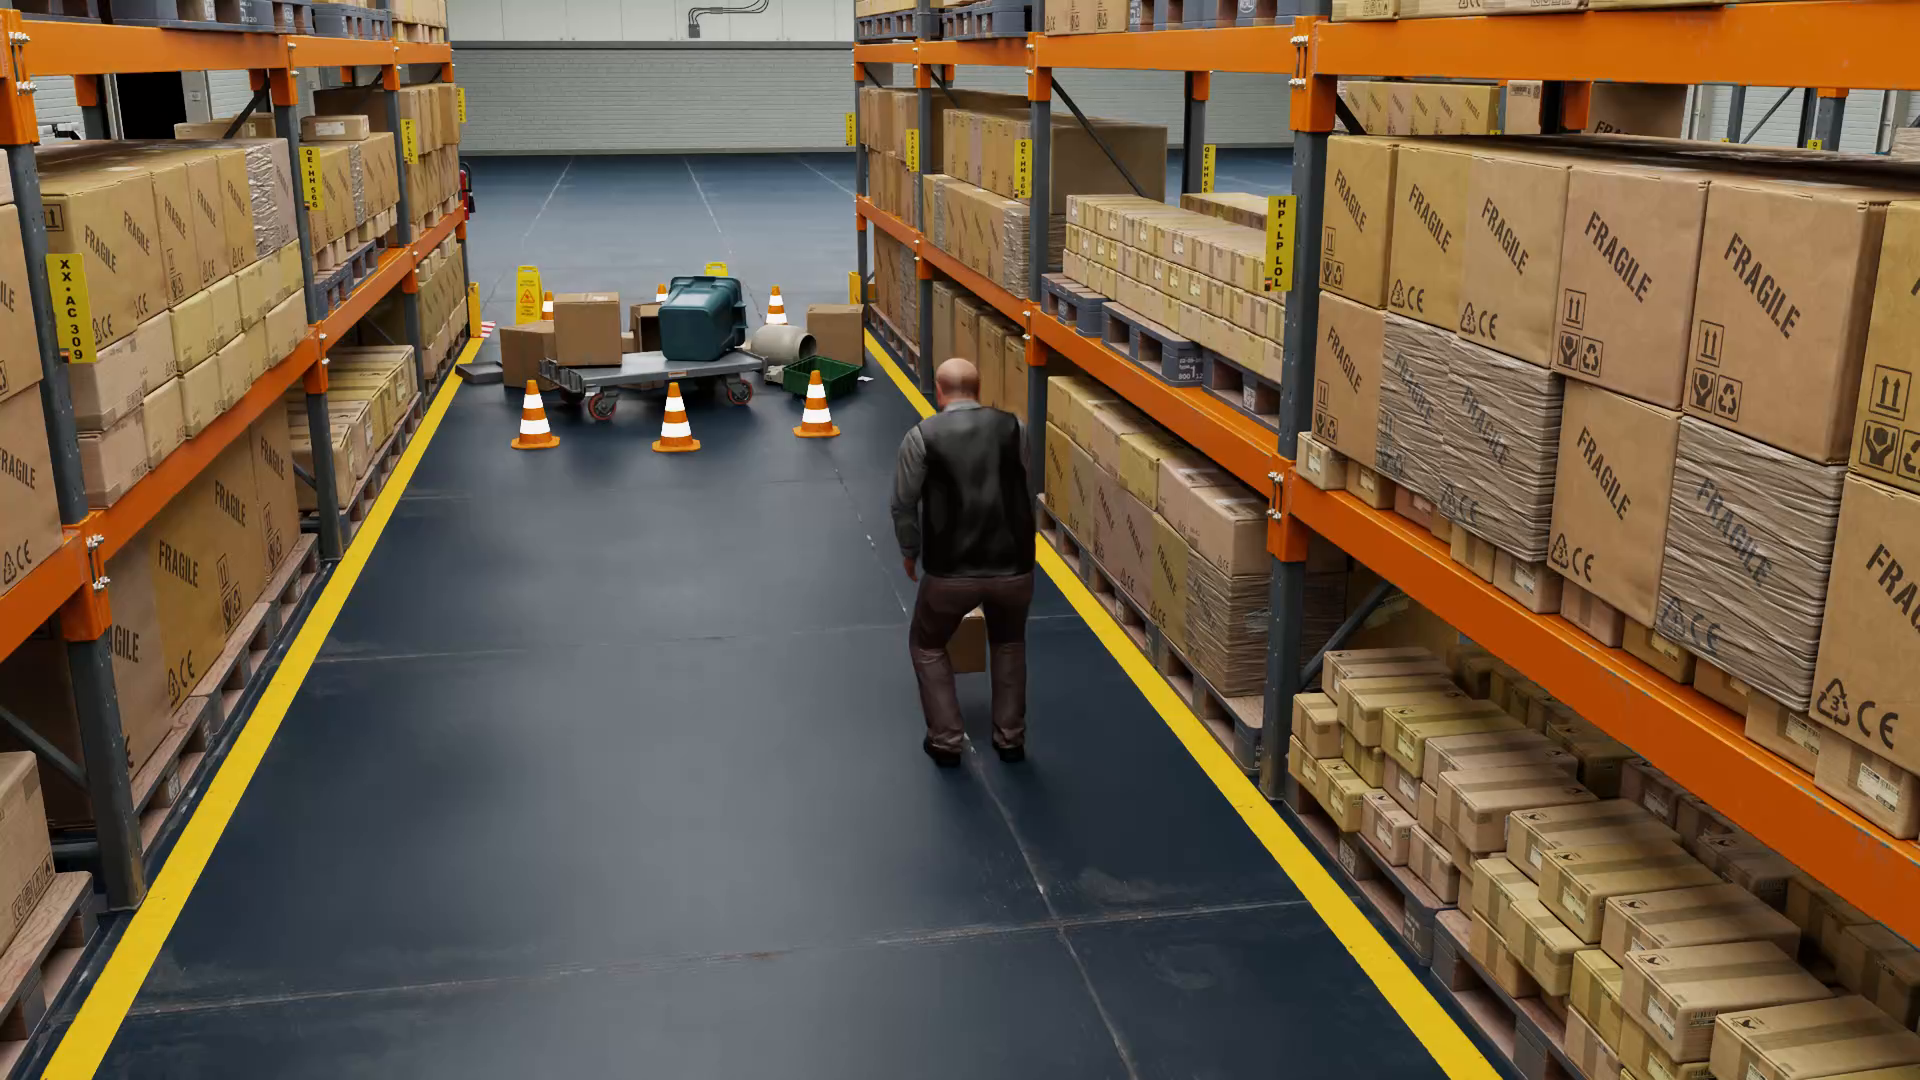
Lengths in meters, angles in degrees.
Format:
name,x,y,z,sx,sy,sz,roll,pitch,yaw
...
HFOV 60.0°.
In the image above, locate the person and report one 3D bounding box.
name,x,y,z,sx,sy,sz,roll,pitch,yaw
person,0.024,0.104,6.499,0.581,1.577,0.555,-3,16,-10
